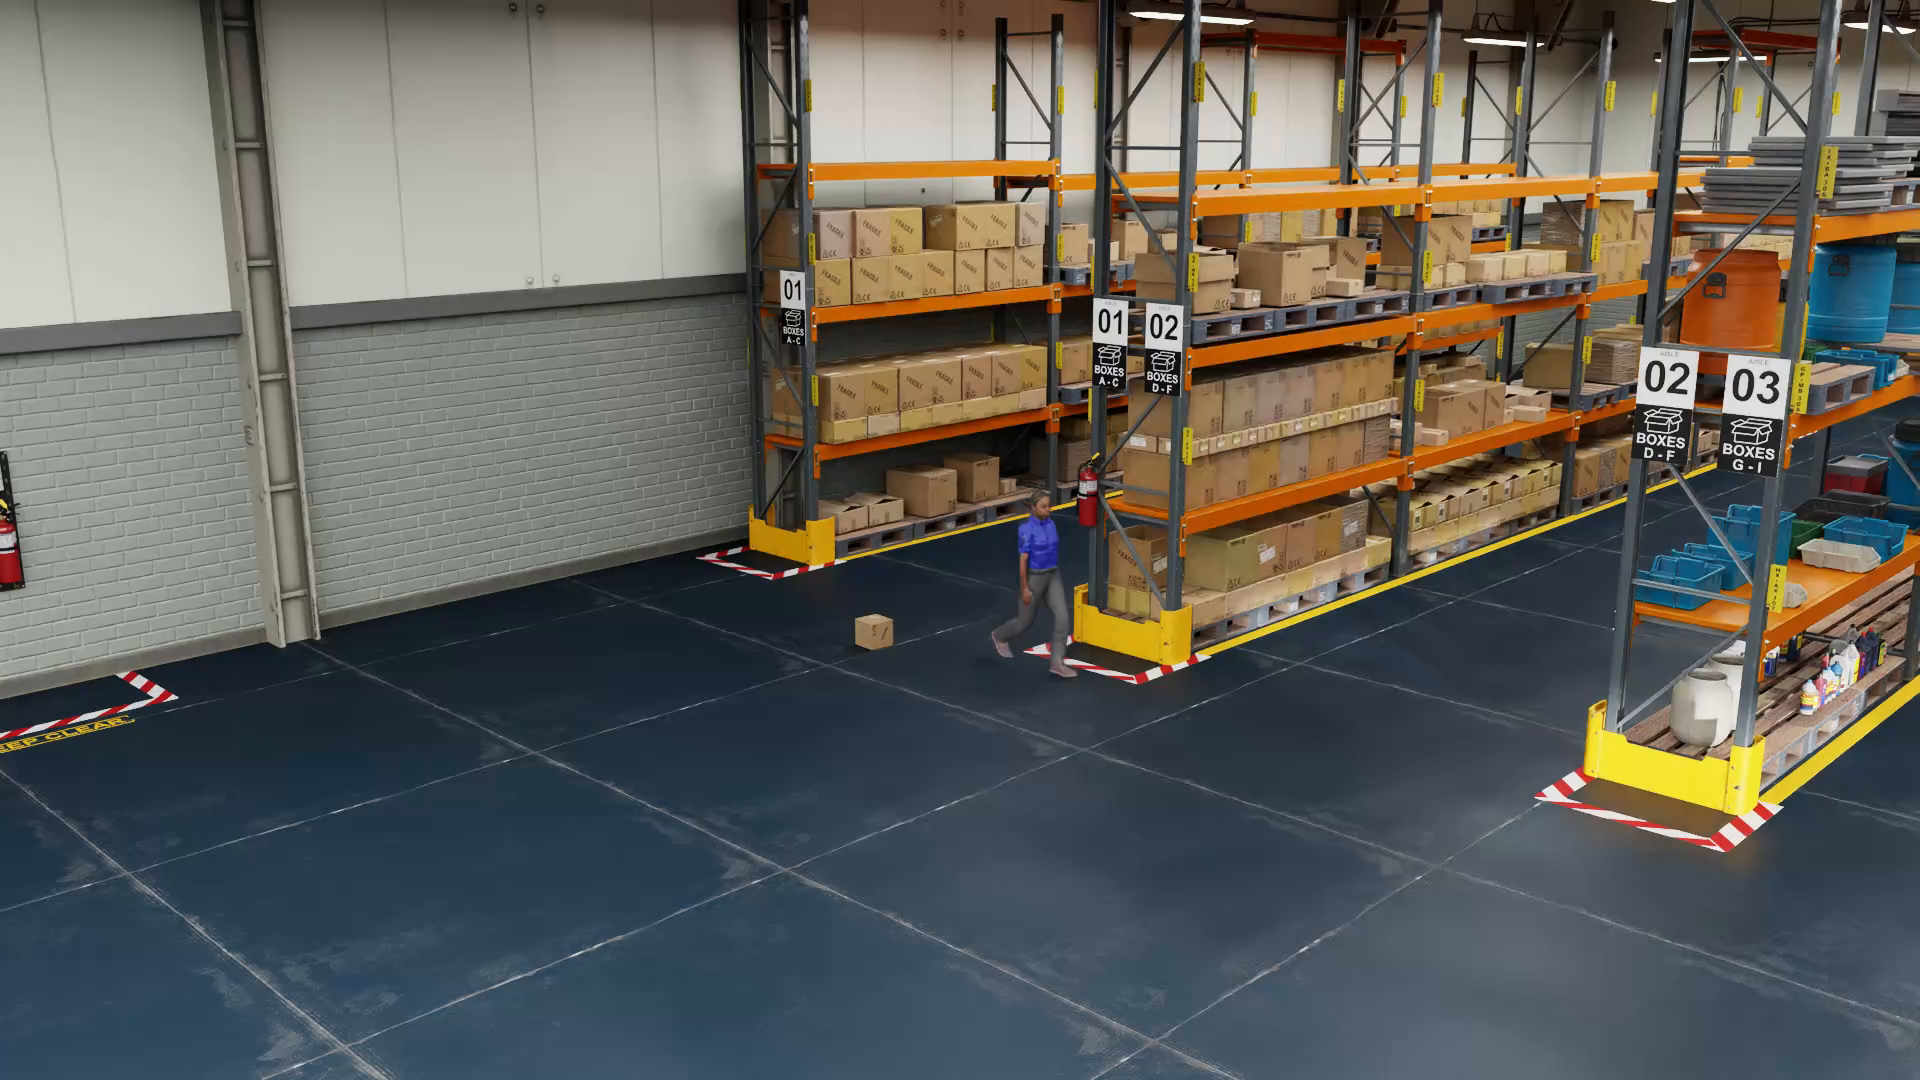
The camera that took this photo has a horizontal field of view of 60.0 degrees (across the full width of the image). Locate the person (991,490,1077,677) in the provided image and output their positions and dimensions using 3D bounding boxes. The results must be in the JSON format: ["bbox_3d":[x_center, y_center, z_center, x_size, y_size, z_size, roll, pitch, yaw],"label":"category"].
[{"bbox_3d":[0.652,0.352,14.538,0.471,1.608,0.906,-11,17,-37],"label":"person"}]
